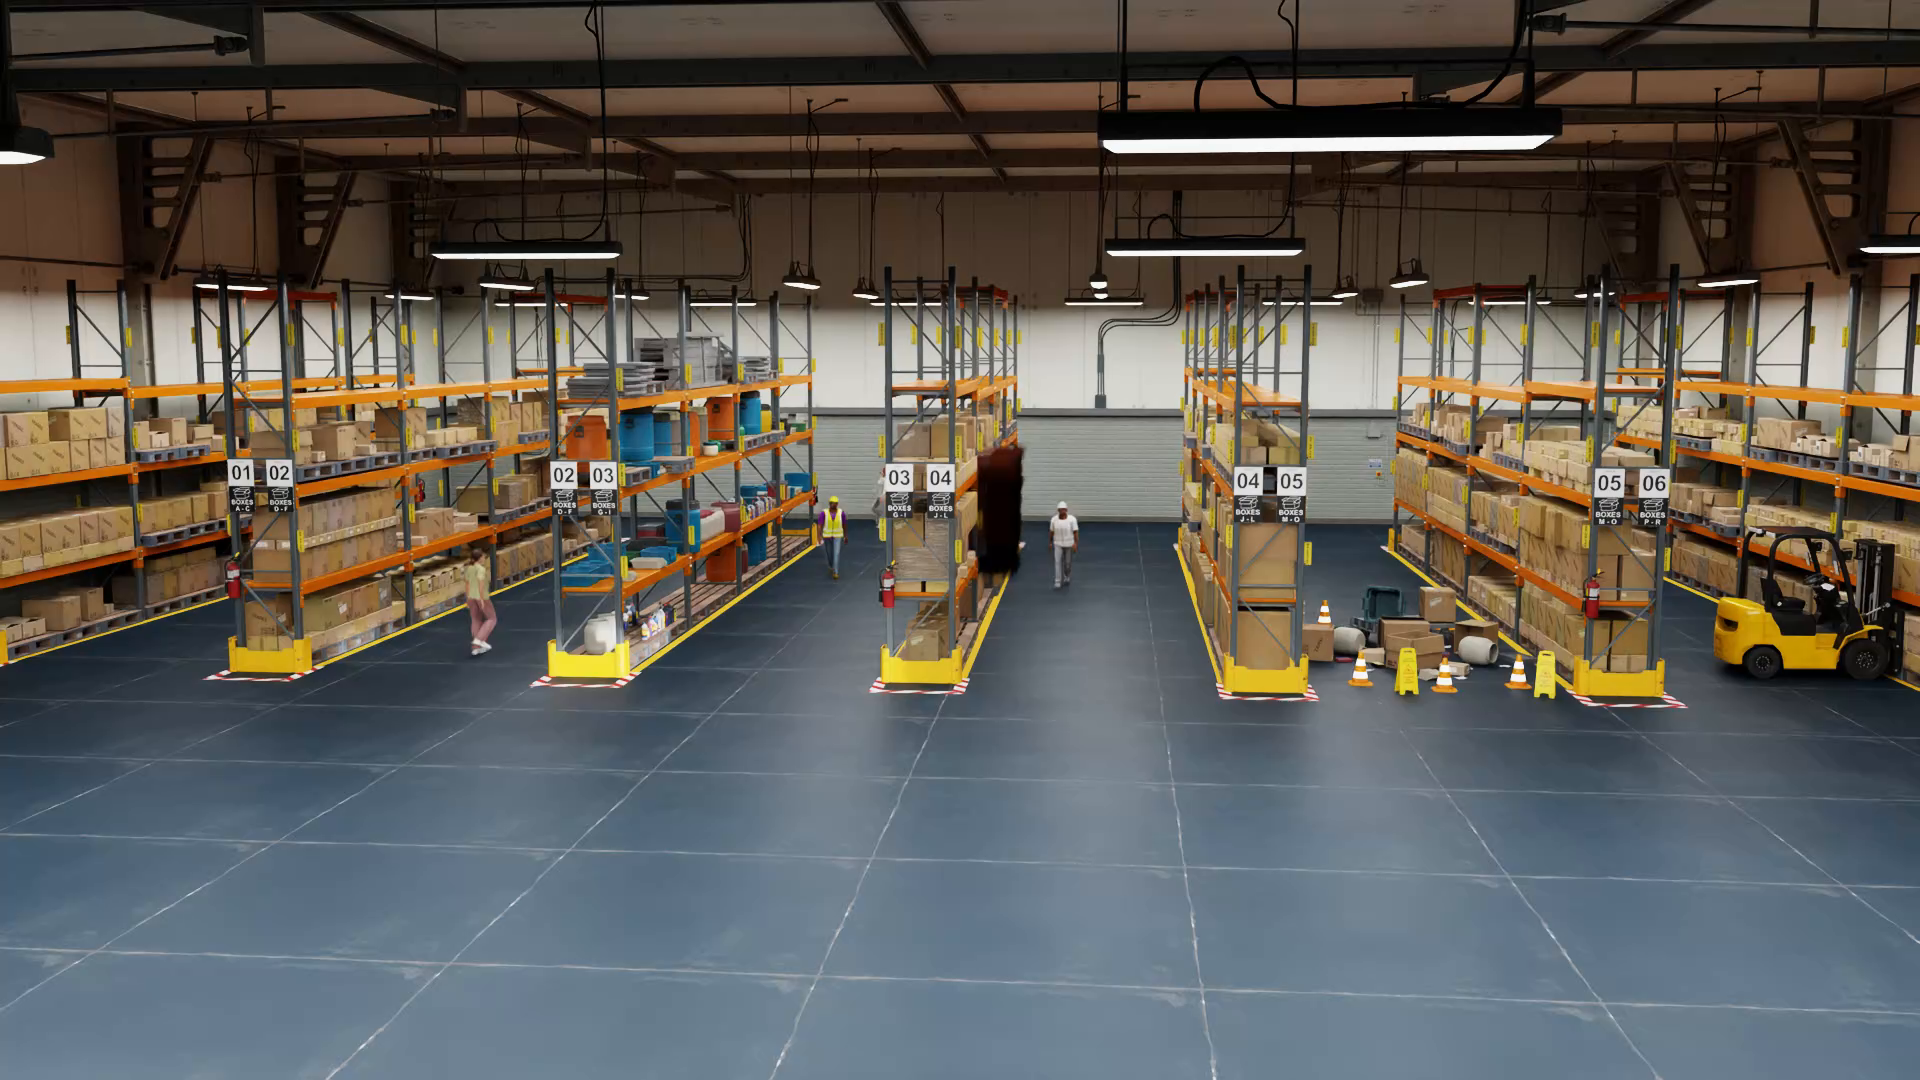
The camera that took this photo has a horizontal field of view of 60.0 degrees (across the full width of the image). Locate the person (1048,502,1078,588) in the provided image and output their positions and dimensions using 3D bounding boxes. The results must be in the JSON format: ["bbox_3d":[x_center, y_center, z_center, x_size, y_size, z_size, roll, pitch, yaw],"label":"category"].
[{"bbox_3d":[2.071,0.084,33.417,0.620,1.708,1.085,1,7,7],"label":"person"}]

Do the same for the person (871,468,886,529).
[{"bbox_3d":[-2.098,-1.090,43.750,0.426,1.627,0.436,-4,8,-28],"label":"person"}]

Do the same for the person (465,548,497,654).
[{"bbox_3d":[-7.666,0.972,26.405,0.517,1.660,0.474,2,7,20],"label":"person"}]

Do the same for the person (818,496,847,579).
[{"bbox_3d":[-2.669,-0.067,34.731,0.597,1.713,1.093,0,7,1],"label":"person"}]
